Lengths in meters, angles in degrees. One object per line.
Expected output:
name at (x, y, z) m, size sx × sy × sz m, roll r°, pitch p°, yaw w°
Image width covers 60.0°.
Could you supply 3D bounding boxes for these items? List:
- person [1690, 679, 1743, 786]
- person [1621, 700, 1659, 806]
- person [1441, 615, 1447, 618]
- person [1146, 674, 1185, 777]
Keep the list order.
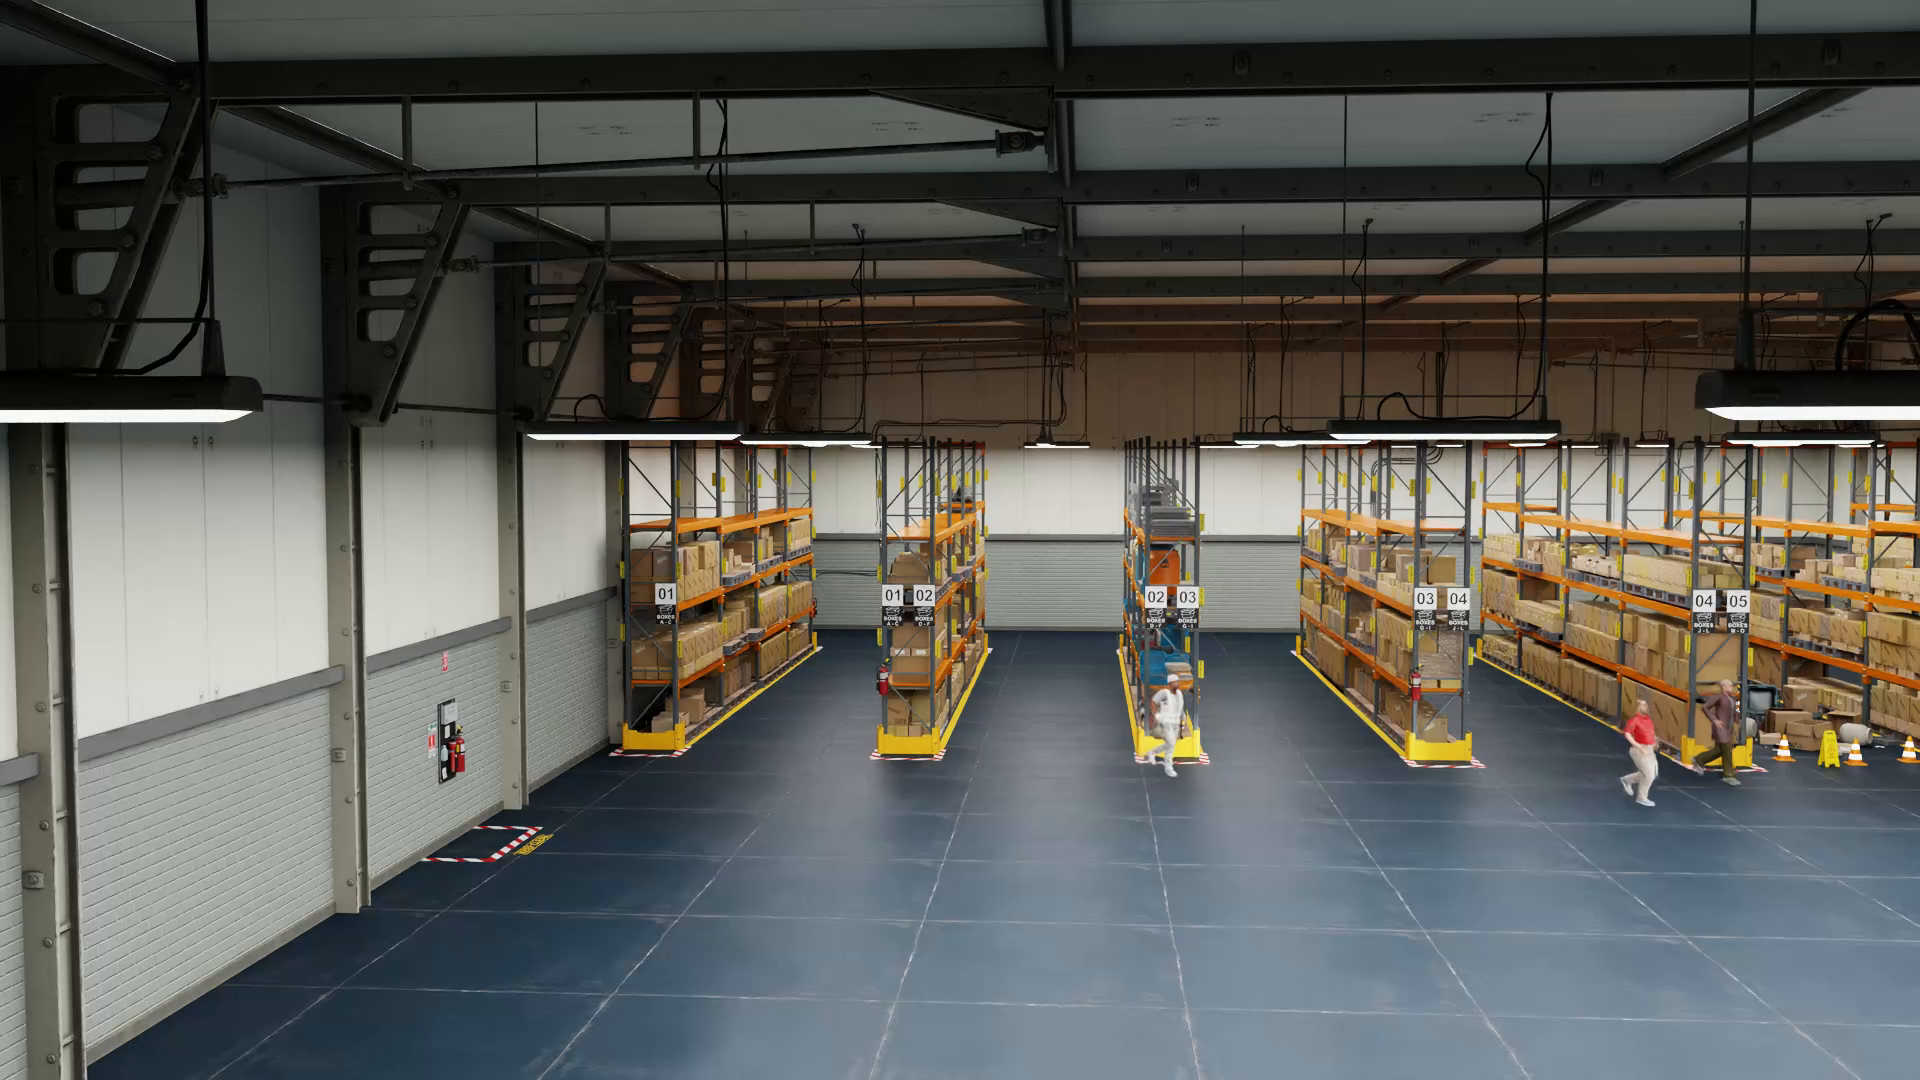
person at (13.198, 3.302, 28.874) m, size 0.726 × 1.787 × 0.983 m, roll -2°, pitch 4°, yaw -39°
person at (11.044, 3.435, 27.057) m, size 0.658 × 1.698 × 0.612 m, roll -3°, pitch 4°, yaw -41°
person at (13.505, 2.353, 46.792) m, size 0.849 × 1.741 × 0.753 m, roll -3°, pitch 4°, yaw -41°
person at (3.714, 3.276, 29.683) m, size 0.731 × 1.765 × 0.847 m, roll -3°, pitch 4°, yaw -41°
